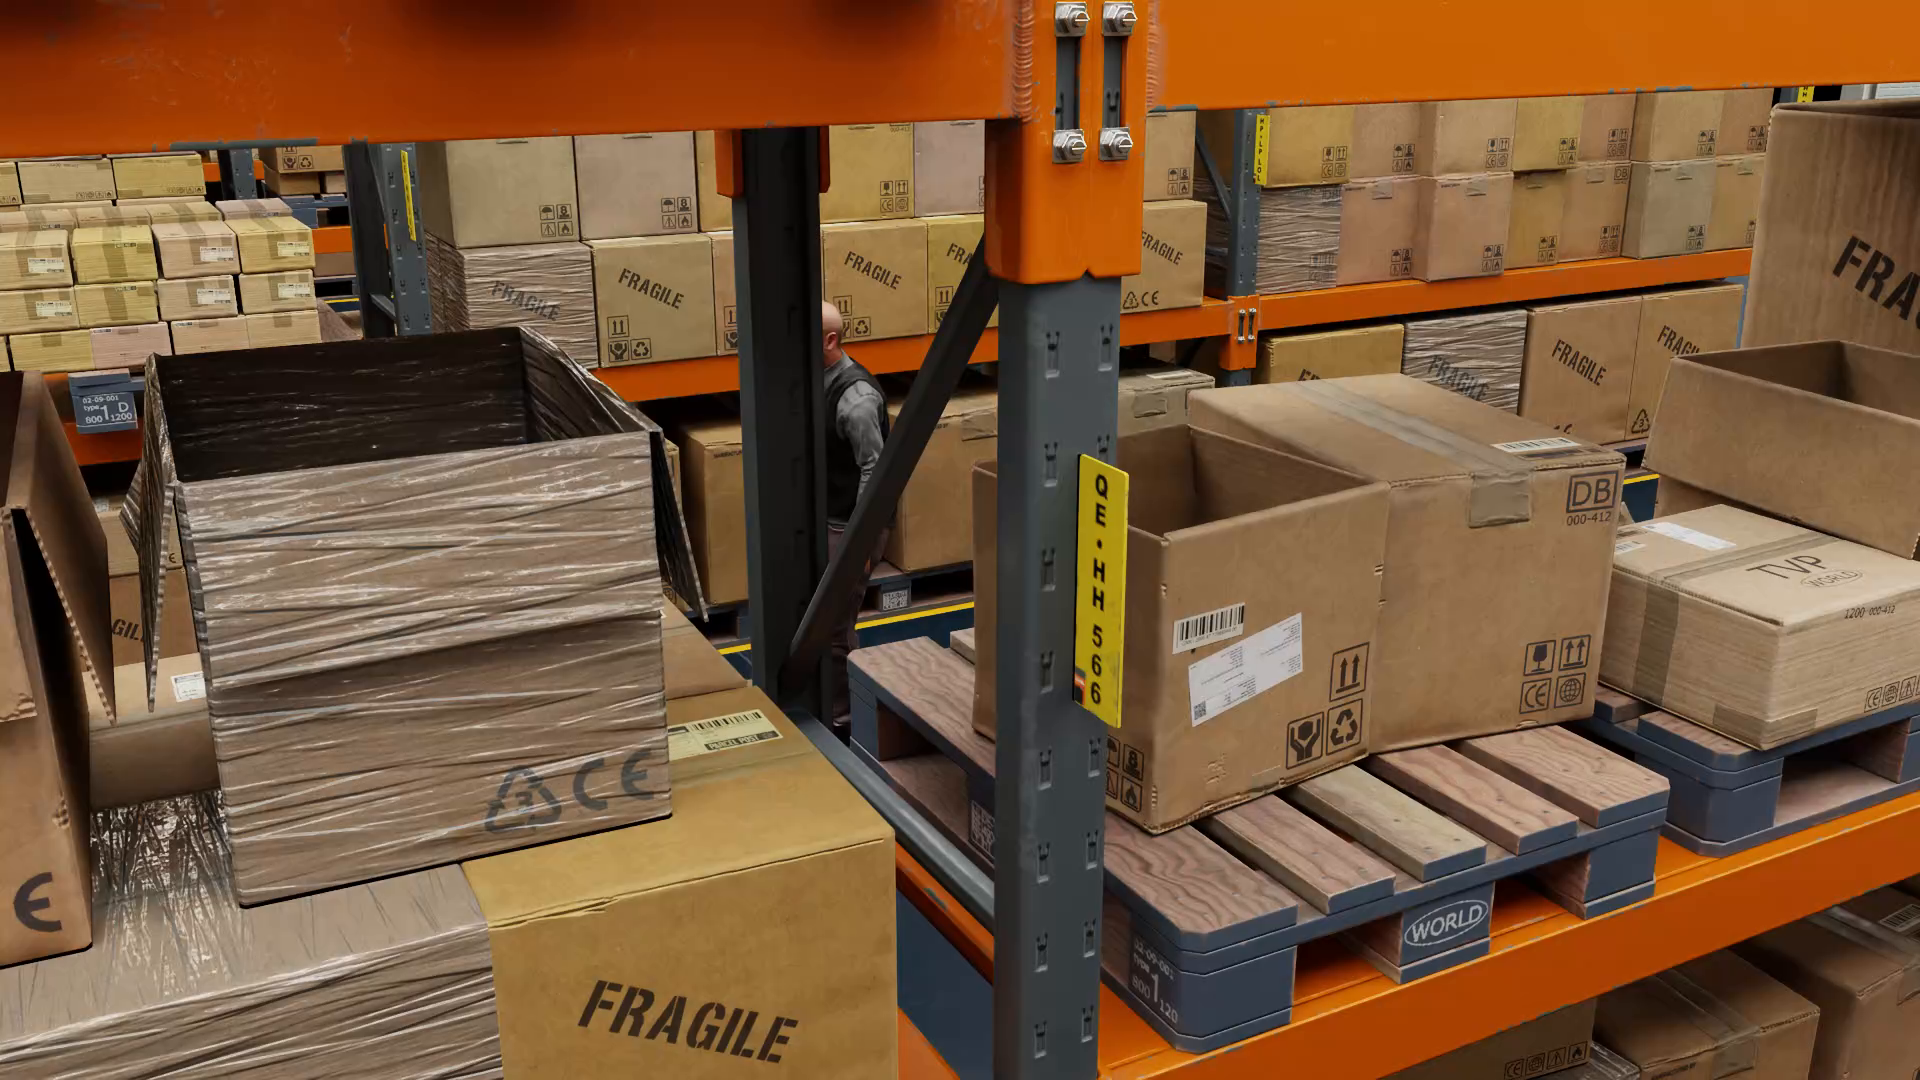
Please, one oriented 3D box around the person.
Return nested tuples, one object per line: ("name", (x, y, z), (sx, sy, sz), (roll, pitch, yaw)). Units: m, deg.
("person", (-0.482, -0.053, 6.259), (0.475, 1.720, 0.588), (-11, 21, -30))
